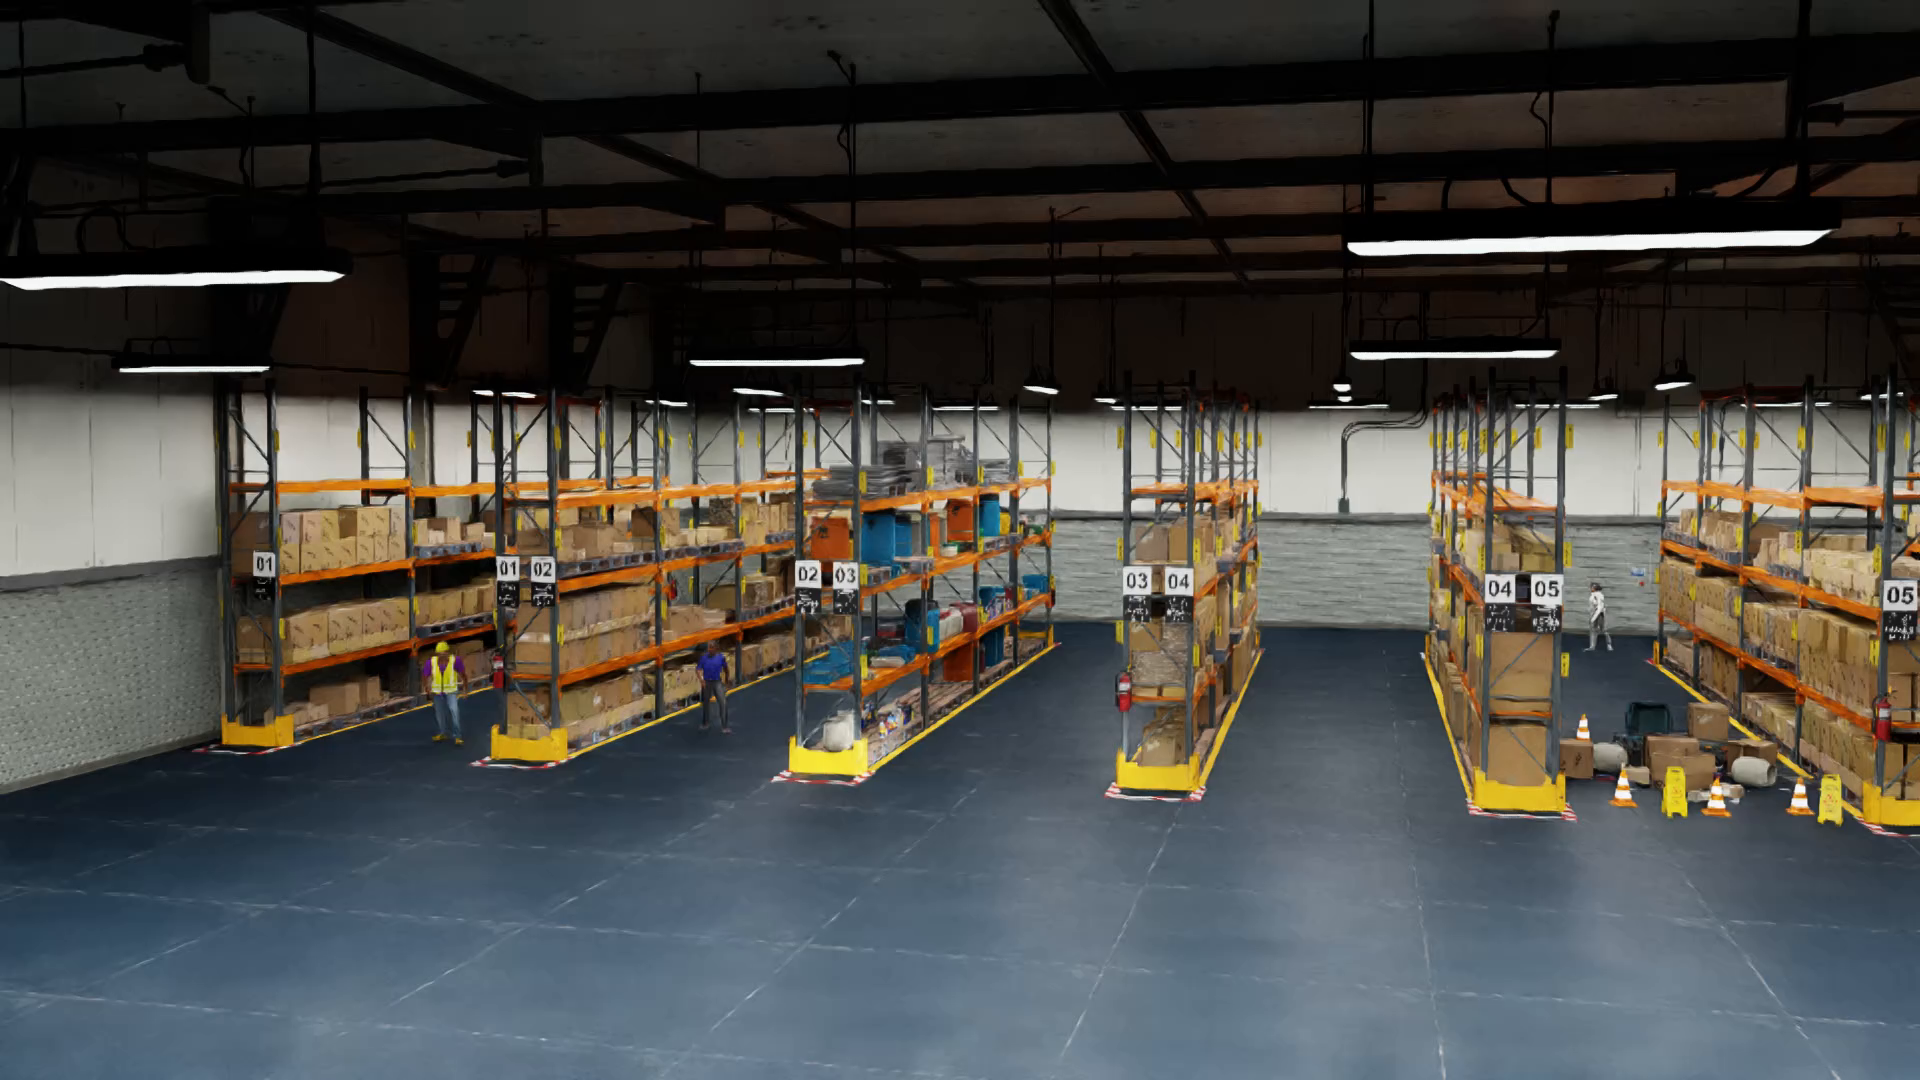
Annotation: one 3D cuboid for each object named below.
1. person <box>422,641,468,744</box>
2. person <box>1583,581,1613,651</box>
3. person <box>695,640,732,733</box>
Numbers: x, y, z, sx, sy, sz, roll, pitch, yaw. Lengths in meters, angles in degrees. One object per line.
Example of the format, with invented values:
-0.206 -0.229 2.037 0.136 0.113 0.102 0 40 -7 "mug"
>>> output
-8.490 2.497 27.439 0.714 1.697 0.823 0 3 -4 "person"
15.156 1.808 39.459 0.667 1.658 0.496 -1 4 -15 "person"
-4.220 2.485 28.542 0.617 1.590 0.812 0 3 -5 "person"
